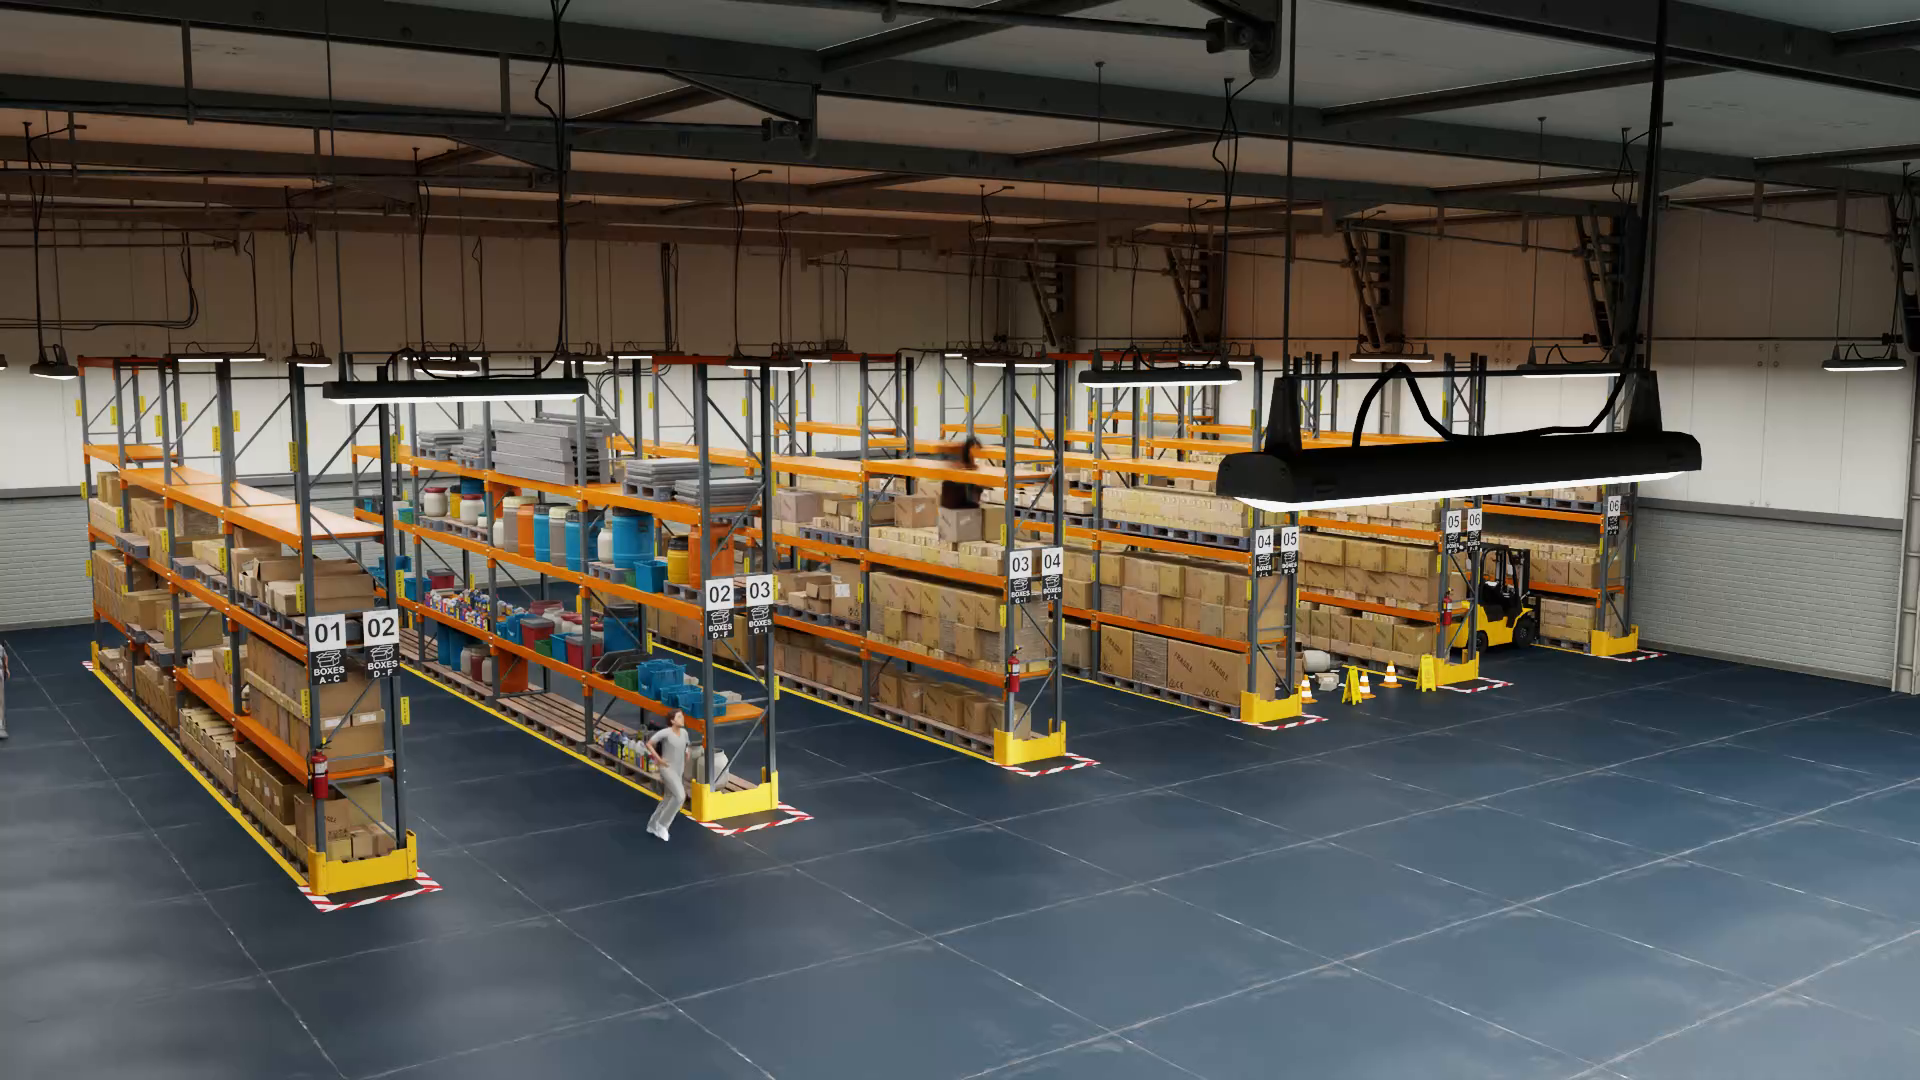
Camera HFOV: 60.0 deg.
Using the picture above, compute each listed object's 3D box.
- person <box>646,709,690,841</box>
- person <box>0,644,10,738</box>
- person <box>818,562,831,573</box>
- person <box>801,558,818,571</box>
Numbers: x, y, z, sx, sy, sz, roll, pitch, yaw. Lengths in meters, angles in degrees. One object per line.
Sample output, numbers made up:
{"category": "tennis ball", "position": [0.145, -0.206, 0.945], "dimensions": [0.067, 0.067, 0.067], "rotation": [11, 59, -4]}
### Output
{"category": "person", "position": [-3.664, 2.958, 21.193], "dimensions": [0.614, 1.640, 0.577], "rotation": [4, 8, 31]}
{"category": "person", "position": [-15.440, 2.239, 26.440], "dimensions": [0.675, 1.747, 0.920], "rotation": [-6, 9, -43]}
{"category": "person", "position": [-3.280, 0.419, 41.765], "dimensions": [0.634, 1.741, 0.765], "rotation": [3, 8, 24]}
{"category": "person", "position": [-3.870, 0.320, 42.537], "dimensions": [0.854, 1.760, 0.708], "rotation": [-7, 10, -43]}
